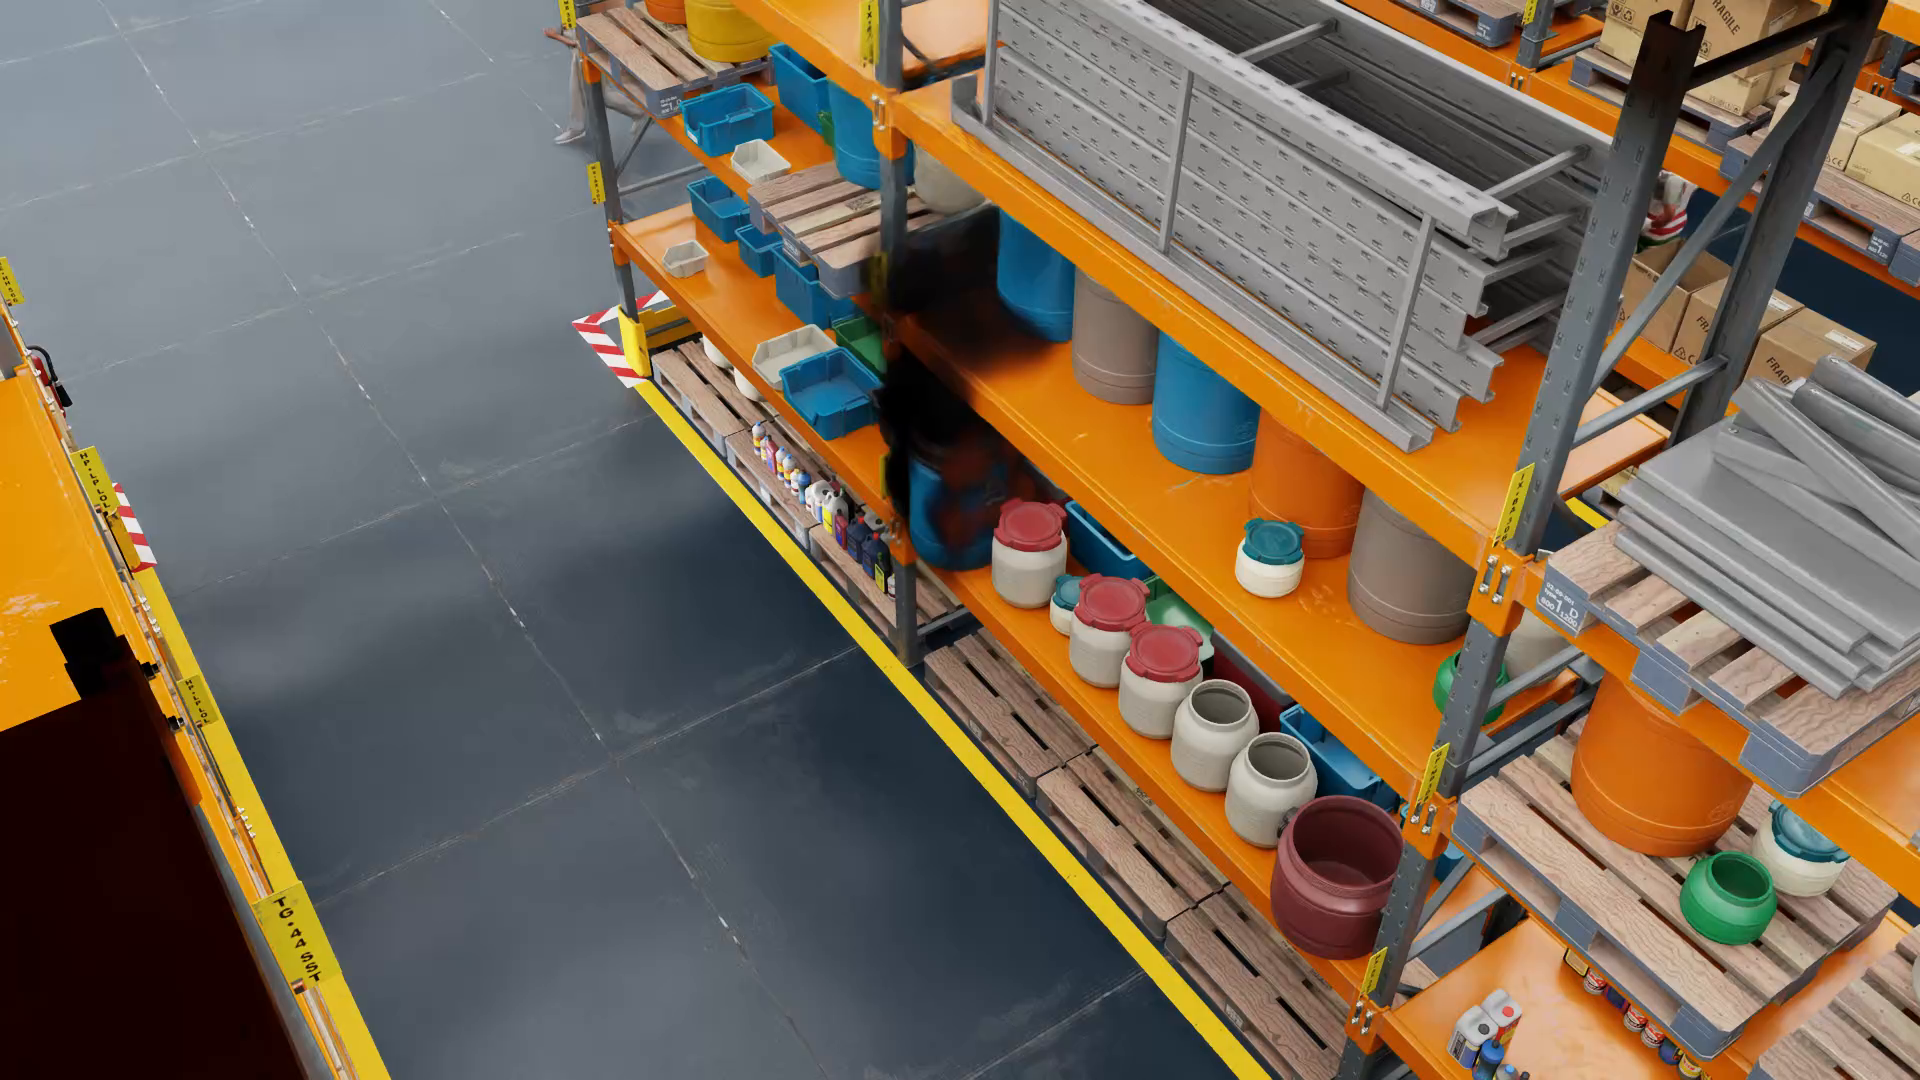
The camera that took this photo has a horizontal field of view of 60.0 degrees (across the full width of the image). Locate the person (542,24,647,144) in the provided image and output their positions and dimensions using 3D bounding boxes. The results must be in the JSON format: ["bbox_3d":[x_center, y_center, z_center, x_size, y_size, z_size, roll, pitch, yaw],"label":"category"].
[{"bbox_3d":[-3.394,-4.458,15.323,0.939,1.678,0.574,-8,43,-8],"label":"person"}]

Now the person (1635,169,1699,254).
[{"bbox_3d":[5.449,-2.479,13.144,0.636,1.772,0.626,-26,49,-25],"label":"person"}]
